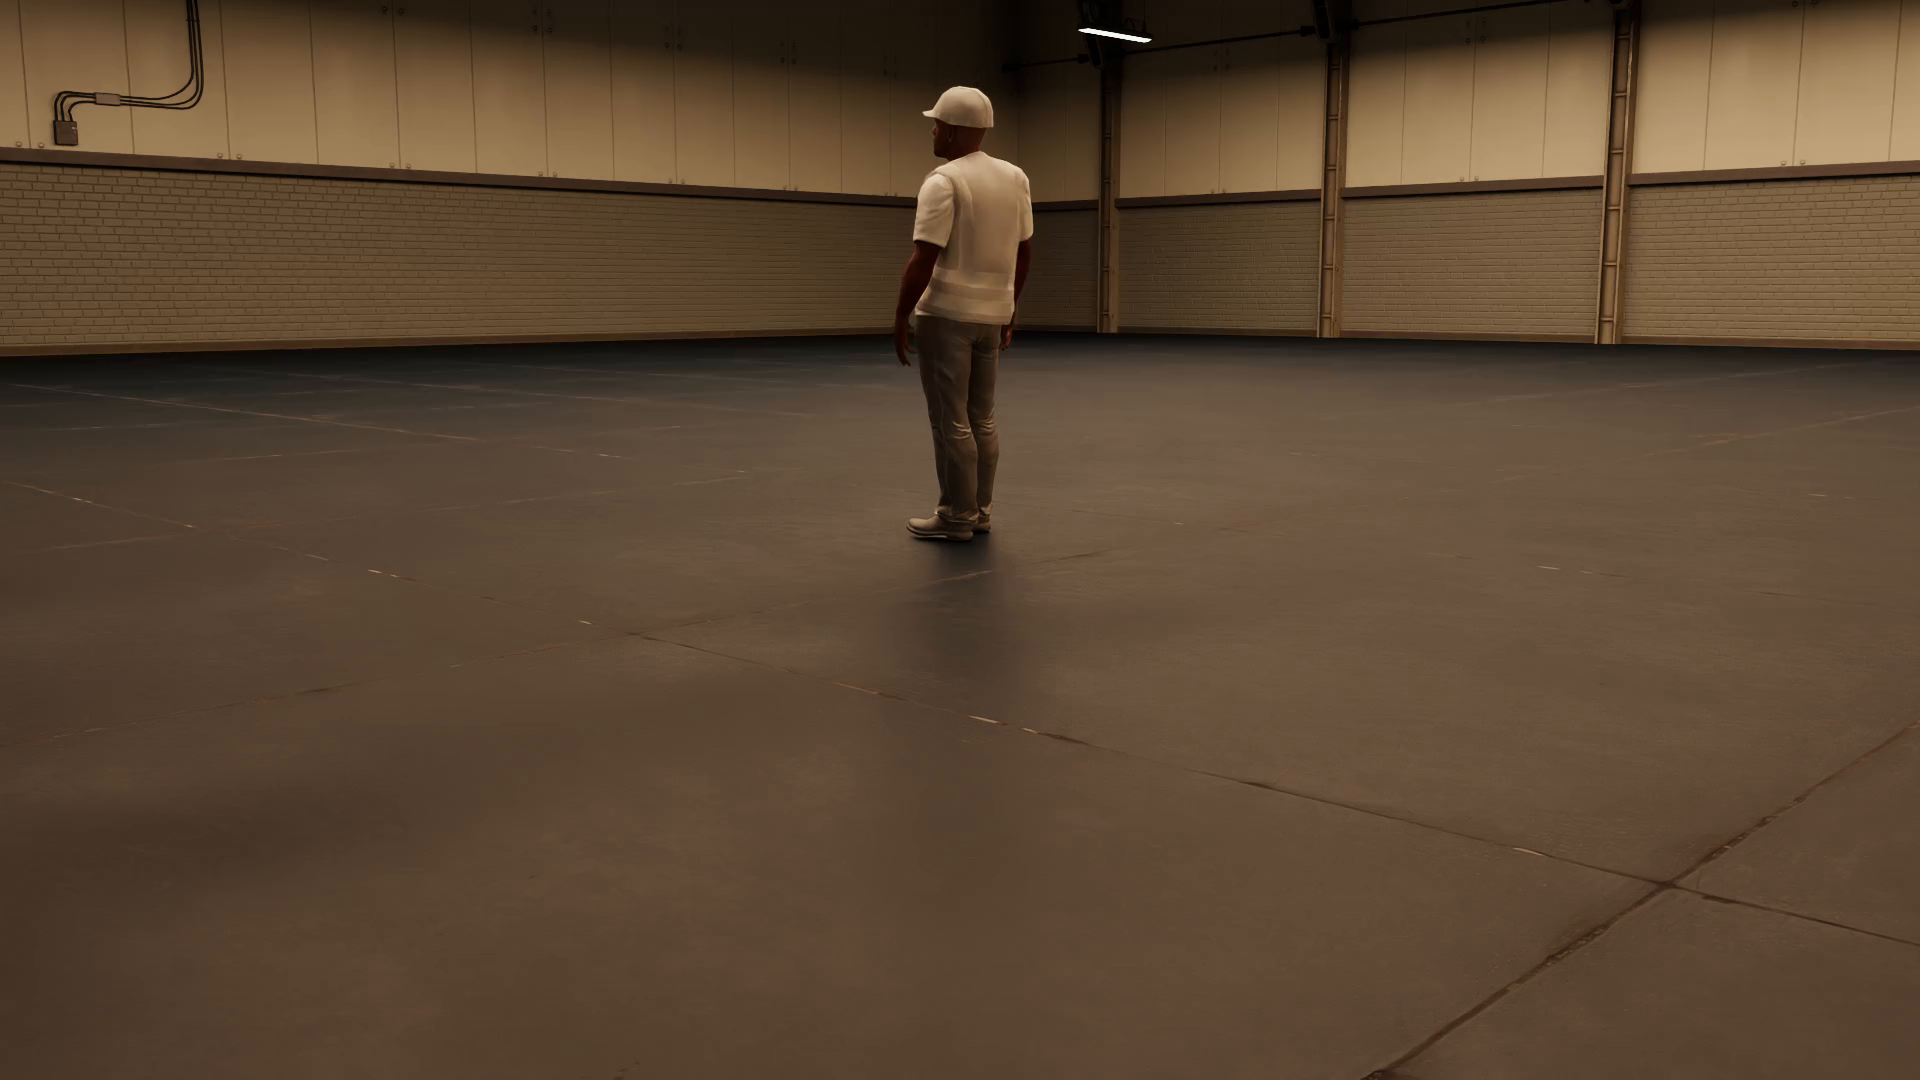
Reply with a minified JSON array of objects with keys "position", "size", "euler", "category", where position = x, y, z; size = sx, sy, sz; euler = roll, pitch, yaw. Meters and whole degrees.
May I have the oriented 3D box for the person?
[{"position":[-0.046,-0.889,6.637],"size":[0.575,1.768,0.665],"euler":[8,12,43],"category":"person"}]
